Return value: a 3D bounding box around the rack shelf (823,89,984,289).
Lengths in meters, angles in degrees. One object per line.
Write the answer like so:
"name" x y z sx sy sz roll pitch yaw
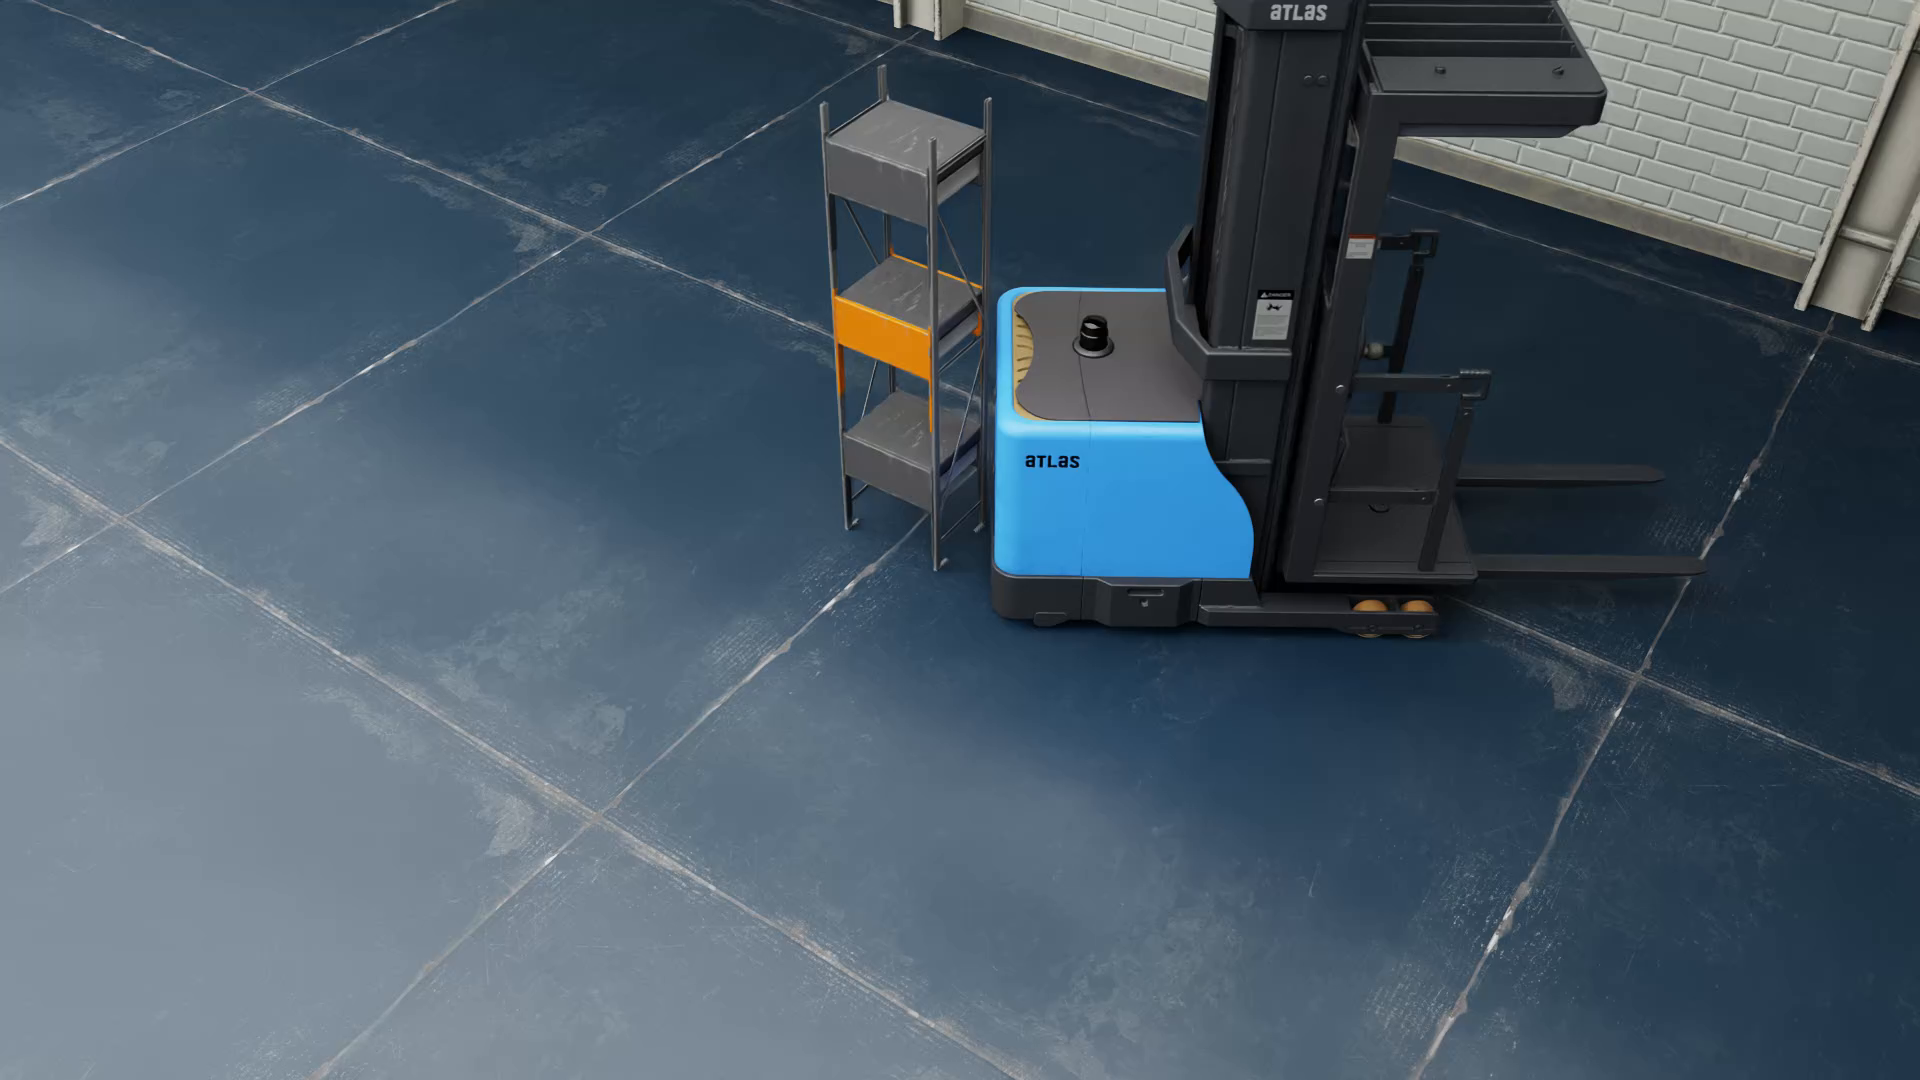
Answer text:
"rack shelf" -0.200 -1.356 6.409 0.480 0.518 0.431 24 47 25

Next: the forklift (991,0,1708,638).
"forklift" 1.654 -1.037 6.459 3.031 2.935 1.130 1 42 1

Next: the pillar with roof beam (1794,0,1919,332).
"pillar with roof beam" 2.233 -2.253 3.267 0.400 9.000 9.100 25 48 25

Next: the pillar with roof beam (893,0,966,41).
"pillar with roof beam" -2.680 -4.550 5.835 0.400 9.000 9.100 25 48 25

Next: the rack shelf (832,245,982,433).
"rack shelf" -0.200 -0.834 6.876 0.480 0.518 0.431 24 47 25

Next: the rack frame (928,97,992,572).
"rack frame" 0.002 -0.753 6.765 0.015 2.100 0.400 24 47 25

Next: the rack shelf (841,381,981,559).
"rack shelf" -0.200 -0.312 7.343 0.480 0.518 0.431 24 47 25

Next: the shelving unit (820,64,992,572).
"shelving unit" -0.200 -0.844 6.867 0.503 2.100 0.431 24 47 25

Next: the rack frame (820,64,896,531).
"rack frame" -0.402 -0.935 6.969 0.015 2.100 0.400 24 47 25
